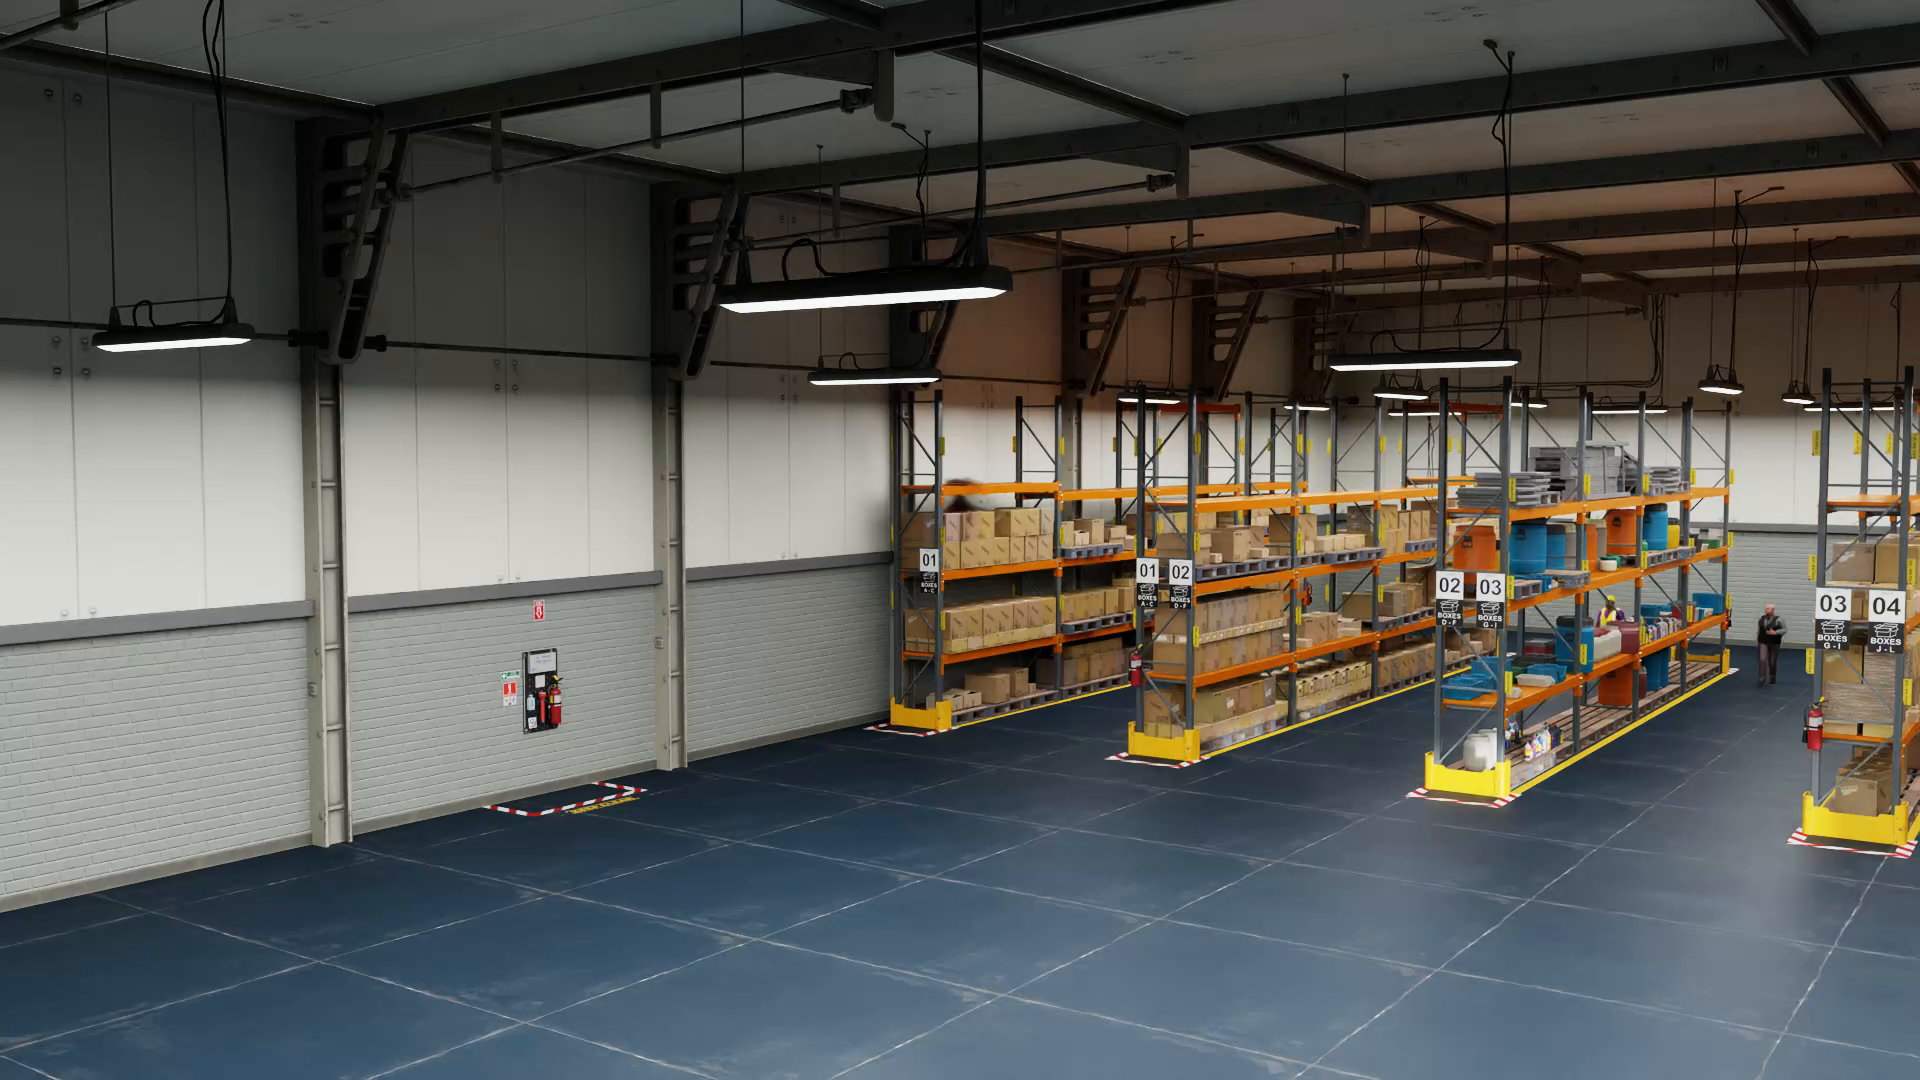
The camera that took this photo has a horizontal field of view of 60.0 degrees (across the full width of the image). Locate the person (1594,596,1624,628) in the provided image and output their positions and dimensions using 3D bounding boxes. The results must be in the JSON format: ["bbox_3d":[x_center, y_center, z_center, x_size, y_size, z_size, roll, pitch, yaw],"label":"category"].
[{"bbox_3d":[14.198,2.079,36.436,0.659,1.724,0.994,2,4,36],"label":"person"}]

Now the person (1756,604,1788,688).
[{"bbox_3d":[16.808,2.175,34.470,0.606,1.696,0.995,2,4,33],"label":"person"}]
